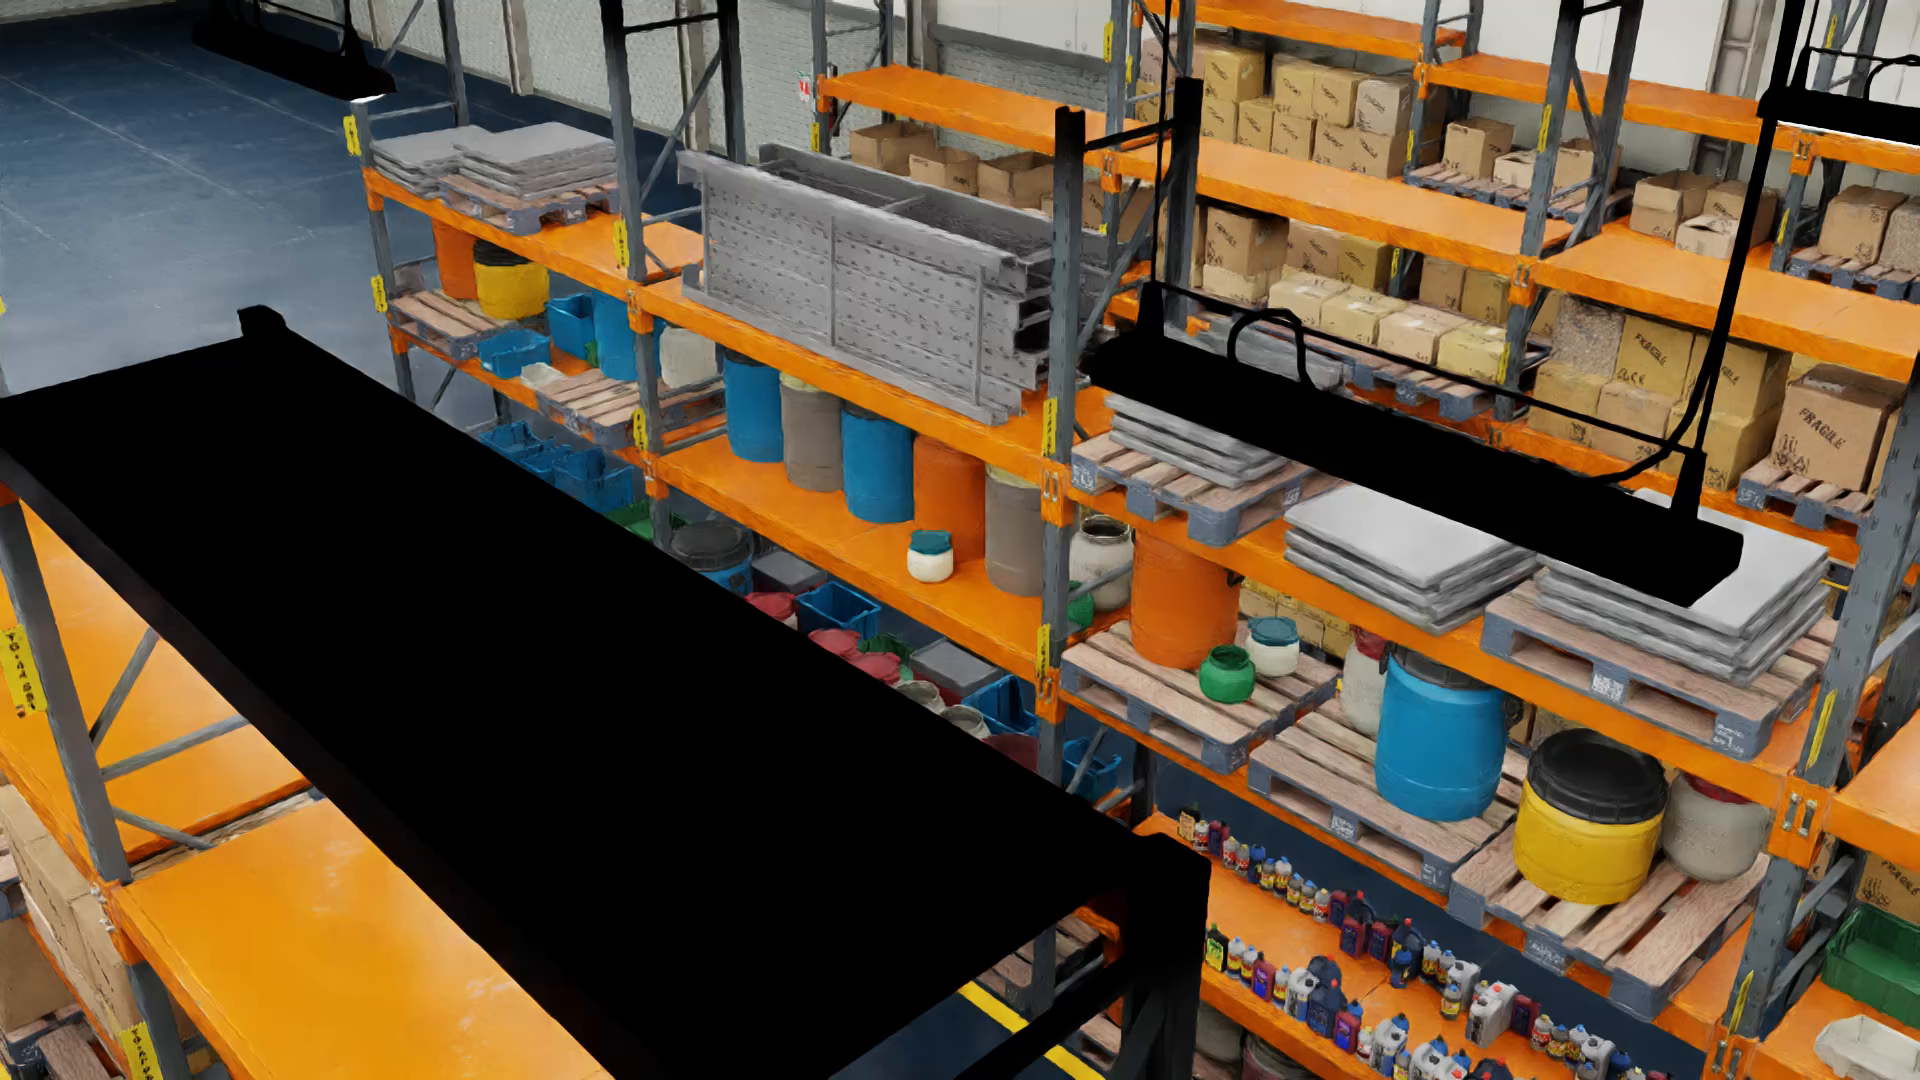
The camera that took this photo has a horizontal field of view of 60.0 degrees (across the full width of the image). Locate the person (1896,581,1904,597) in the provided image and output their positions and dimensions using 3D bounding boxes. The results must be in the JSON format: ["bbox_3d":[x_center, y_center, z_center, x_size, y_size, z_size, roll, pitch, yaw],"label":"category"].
[{"bbox_3d":[7.685,0.607,13.907,0.546,1.733,0.729,25,37,38],"label":"person"}]

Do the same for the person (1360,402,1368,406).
[{"bbox_3d":[3.839,-0.695,16.620,0.465,1.424,0.434,7,29,13],"label":"person"}]
